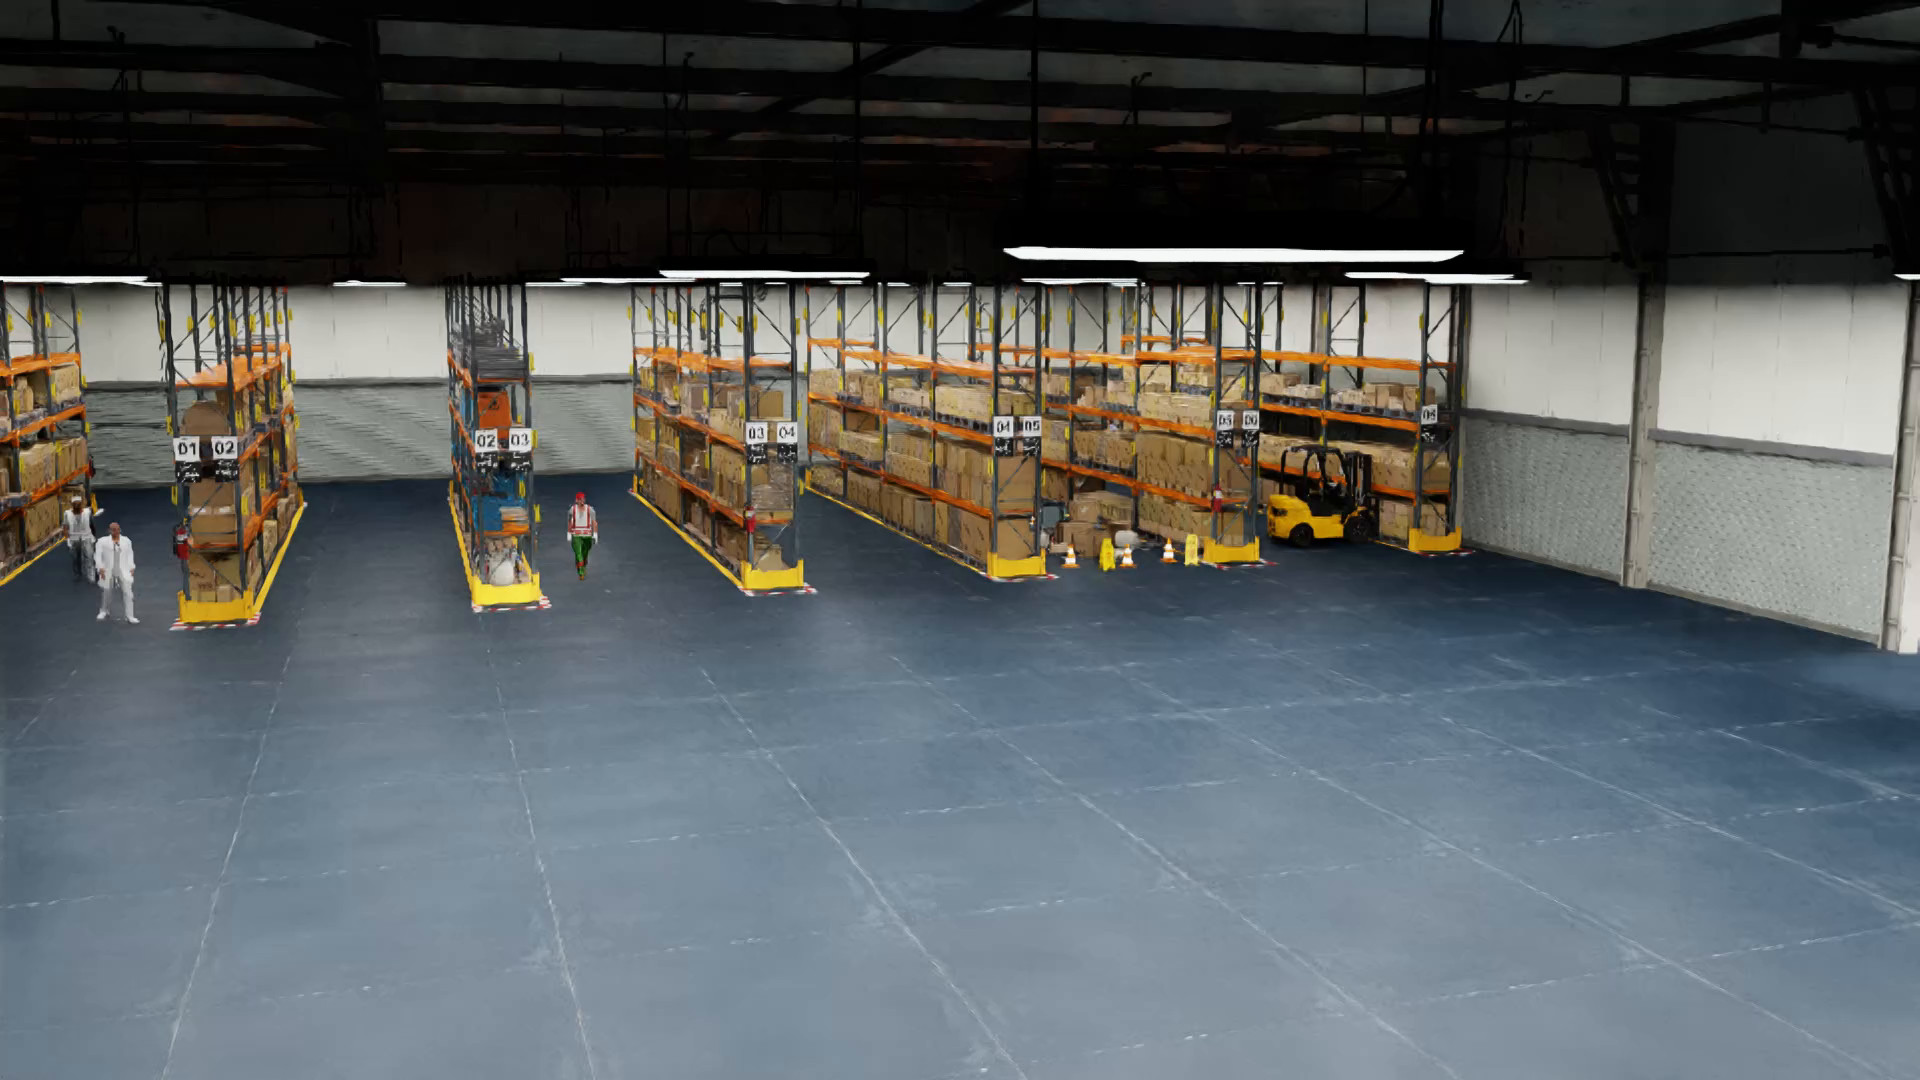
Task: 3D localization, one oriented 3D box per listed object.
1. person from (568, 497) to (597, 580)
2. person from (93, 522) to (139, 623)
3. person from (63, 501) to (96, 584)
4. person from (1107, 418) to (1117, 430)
[{"bbox_3d":[-7.490,-0.086,33.059,0.547,1.687,1.044,-3,9,-19],"label":"person"},{"bbox_3d":[-14.590,0.537,28.707,0.663,1.735,0.937,-6,11,-36],"label":"person"},{"bbox_3d":[-17.170,0.000,32.420,0.538,1.689,1.031,-4,10,-27],"label":"person"},{"bbox_3d":[4.901,-3.149,53.328,0.494,1.585,0.622,8,12,44],"label":"person"}]
